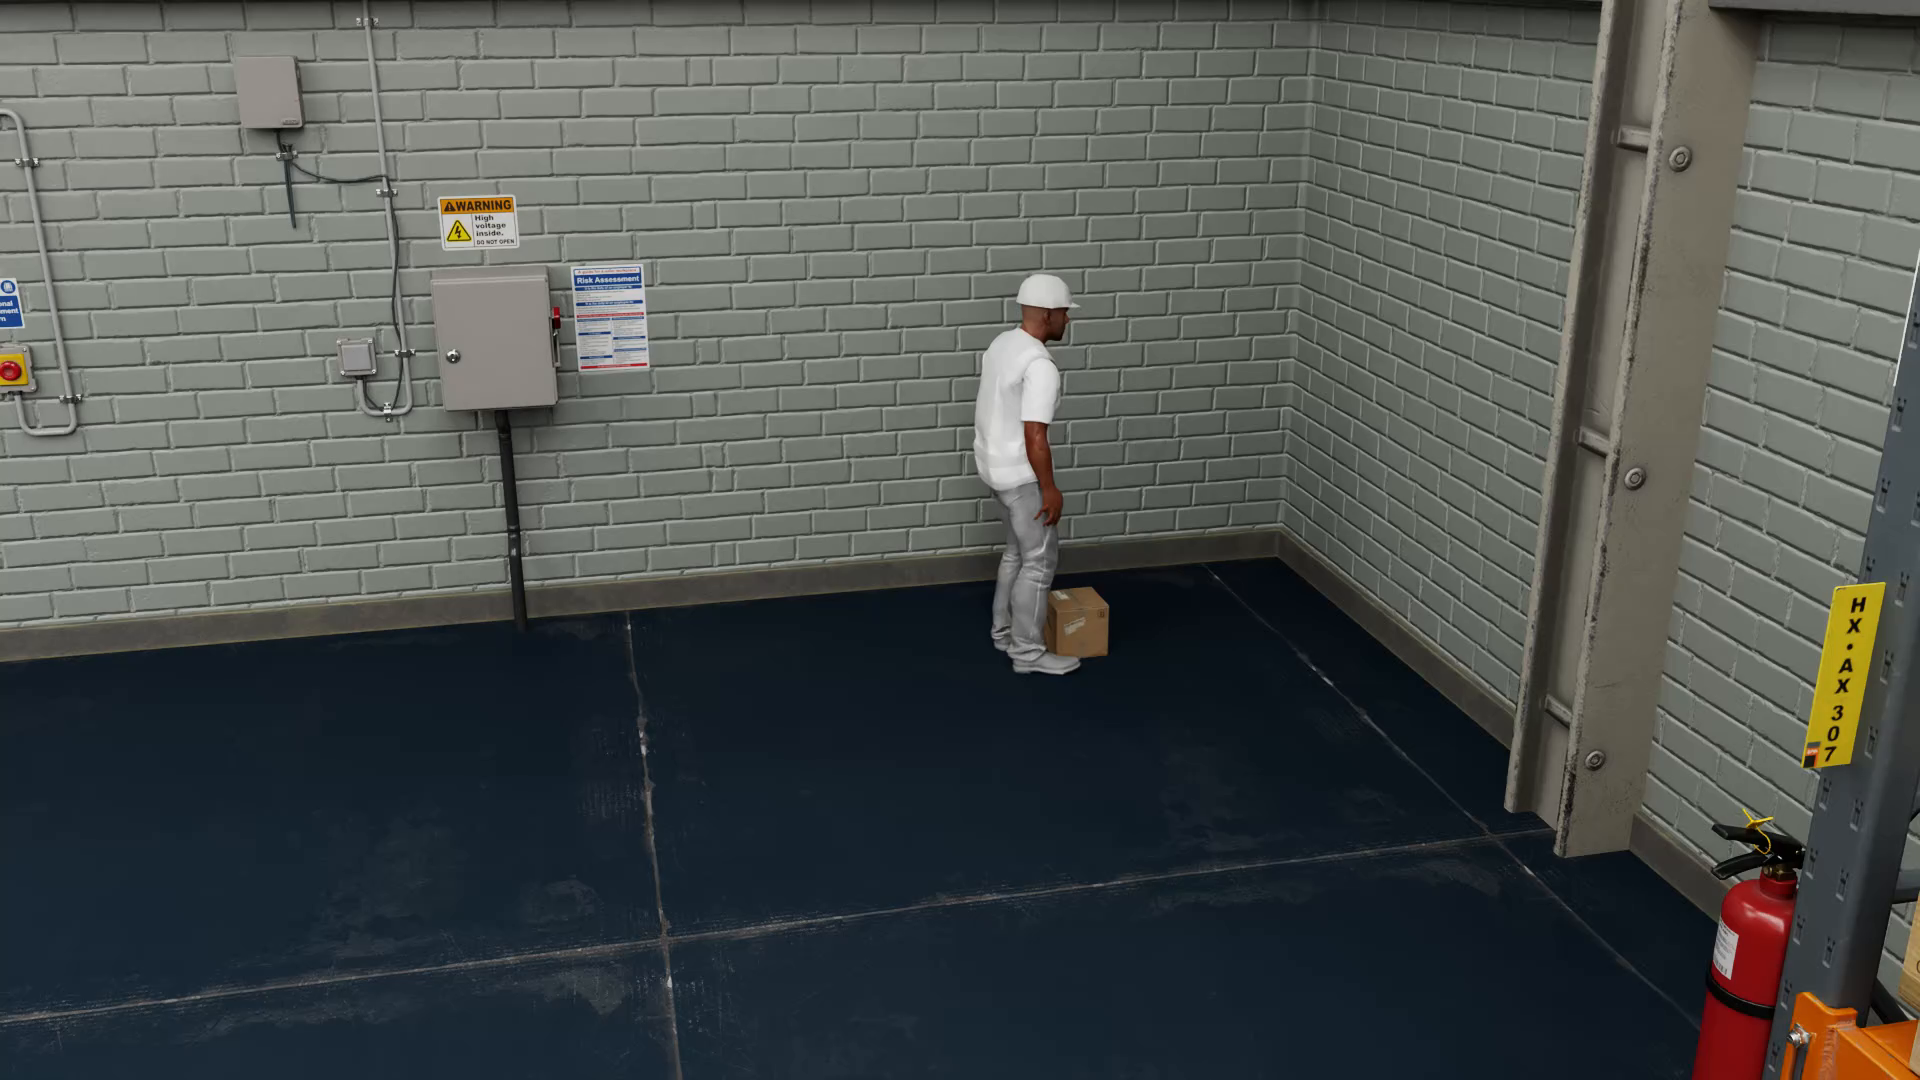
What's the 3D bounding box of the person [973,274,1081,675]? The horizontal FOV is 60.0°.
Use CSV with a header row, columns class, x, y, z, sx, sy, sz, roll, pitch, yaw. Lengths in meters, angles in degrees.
class,x,y,z,sx,sy,sz,roll,pitch,yaw
person,0.307,-0.300,7.391,0.463,1.759,0.625,-5,20,-15
